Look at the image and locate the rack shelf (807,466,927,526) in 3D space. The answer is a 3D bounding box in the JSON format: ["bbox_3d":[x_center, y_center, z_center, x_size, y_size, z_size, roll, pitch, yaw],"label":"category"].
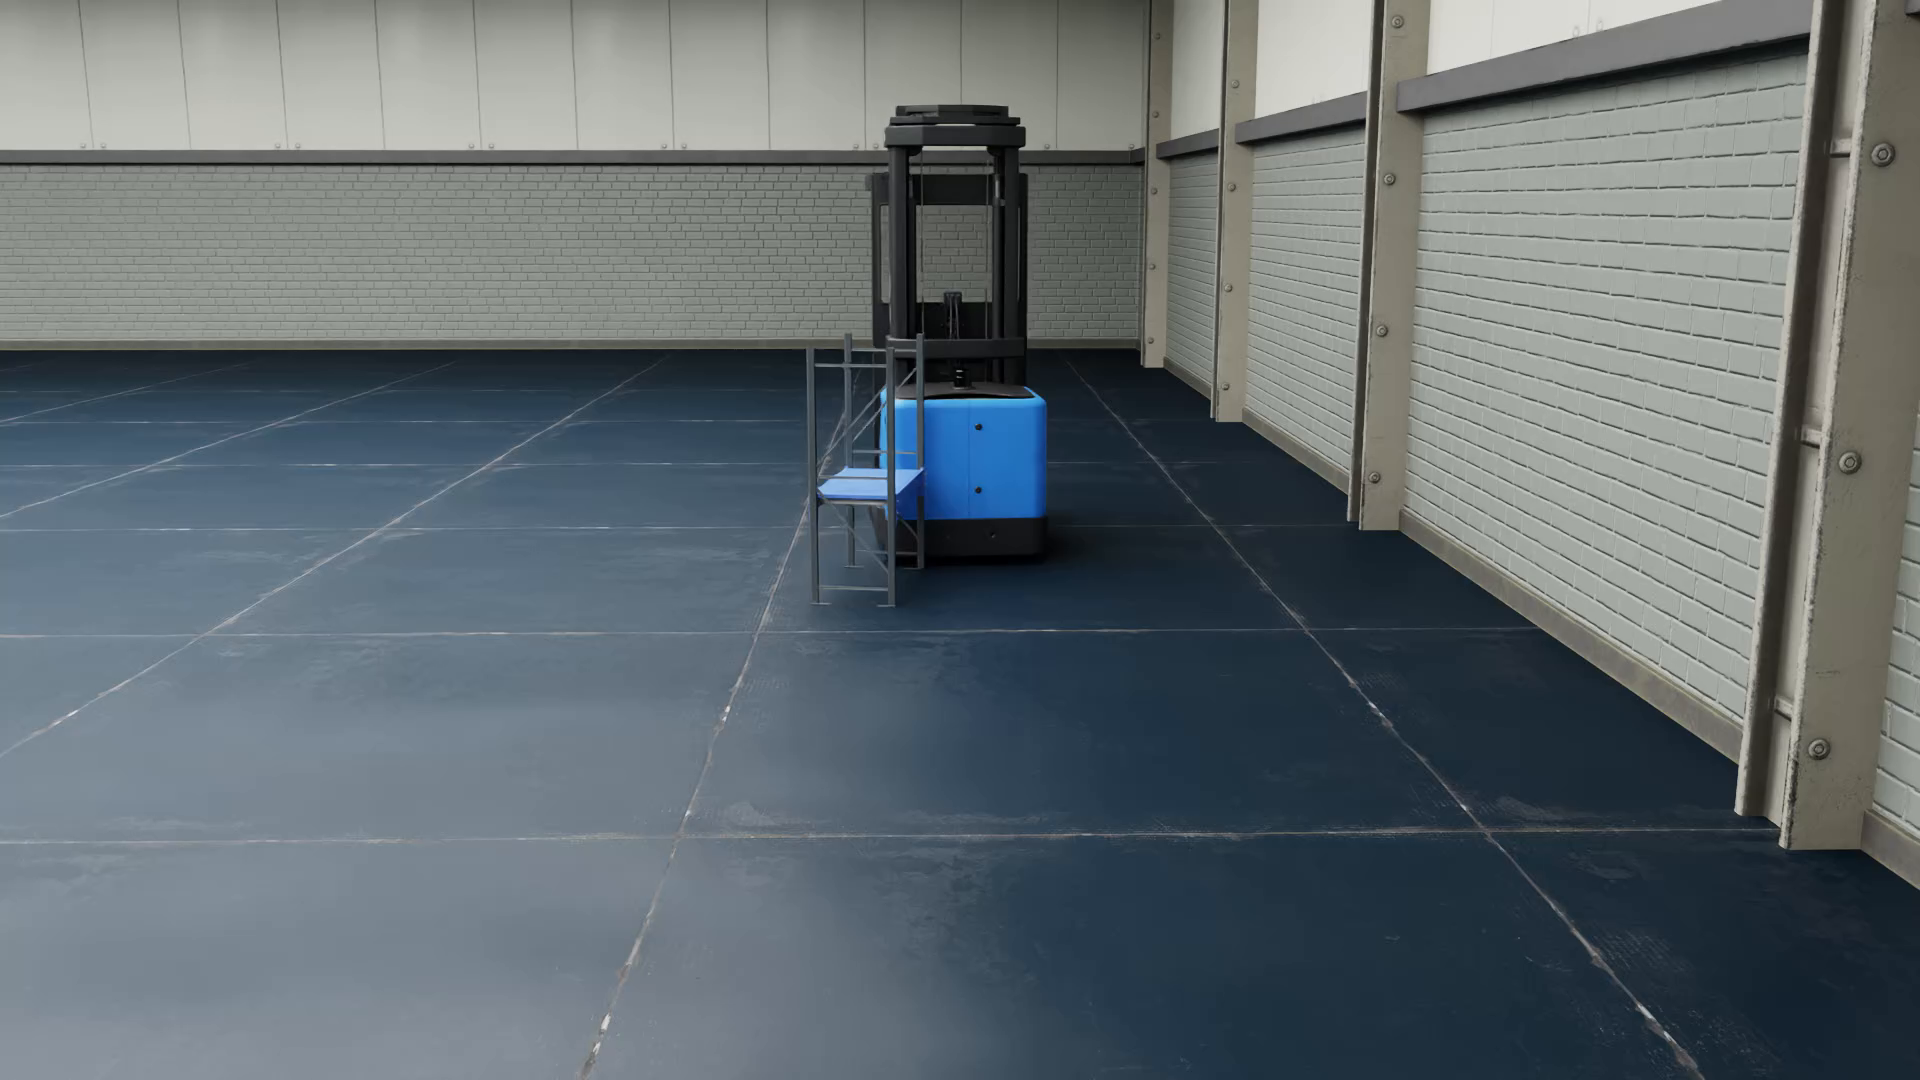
[{"bbox_3d":[-0.546,-0.276,10.050,0.538,0.185,1.000,2,12,8],"label":"rack shelf"}]

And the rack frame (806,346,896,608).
[{"bbox_3d":[-0.619,-0.352,9.521,0.500,1.500,0.032,2,12,8],"label":"rack frame"}]

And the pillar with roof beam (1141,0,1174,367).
[{"bbox_3d":[-1.533,-6.888,22.880,9.100,9.000,0.400,0,11,-1],"label":"pillar with roof beam"}]

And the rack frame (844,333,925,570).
[{"bbox_3d":[-0.474,-0.552,10.508,0.500,1.500,0.032,2,12,8],"label":"rack frame"}]

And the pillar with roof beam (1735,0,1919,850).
[{"bbox_3d":[-1.161,-3.310,5.243,9.100,9.000,0.400,0,11,-1],"label":"pillar with roof beam"}]

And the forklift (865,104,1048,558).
[{"bbox_3d":[-0.102,-1.564,11.894,1.130,2.935,3.031,-1,12,-6],"label":"forklift"}]

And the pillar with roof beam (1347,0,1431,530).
[{"bbox_3d":[-1.285,-4.503,11.122,9.100,9.000,0.400,0,11,-1],"label":"pillar with roof beam"}]

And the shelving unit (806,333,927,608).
[{"bbox_3d":[-0.546,-0.452,10.015,0.538,1.500,1.048,2,12,8],"label":"shelving unit"}]

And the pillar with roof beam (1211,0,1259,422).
[{"bbox_3d":[-1.409,-5.696,17.001,9.100,9.000,0.400,0,11,-1],"label":"pillar with roof beam"}]
